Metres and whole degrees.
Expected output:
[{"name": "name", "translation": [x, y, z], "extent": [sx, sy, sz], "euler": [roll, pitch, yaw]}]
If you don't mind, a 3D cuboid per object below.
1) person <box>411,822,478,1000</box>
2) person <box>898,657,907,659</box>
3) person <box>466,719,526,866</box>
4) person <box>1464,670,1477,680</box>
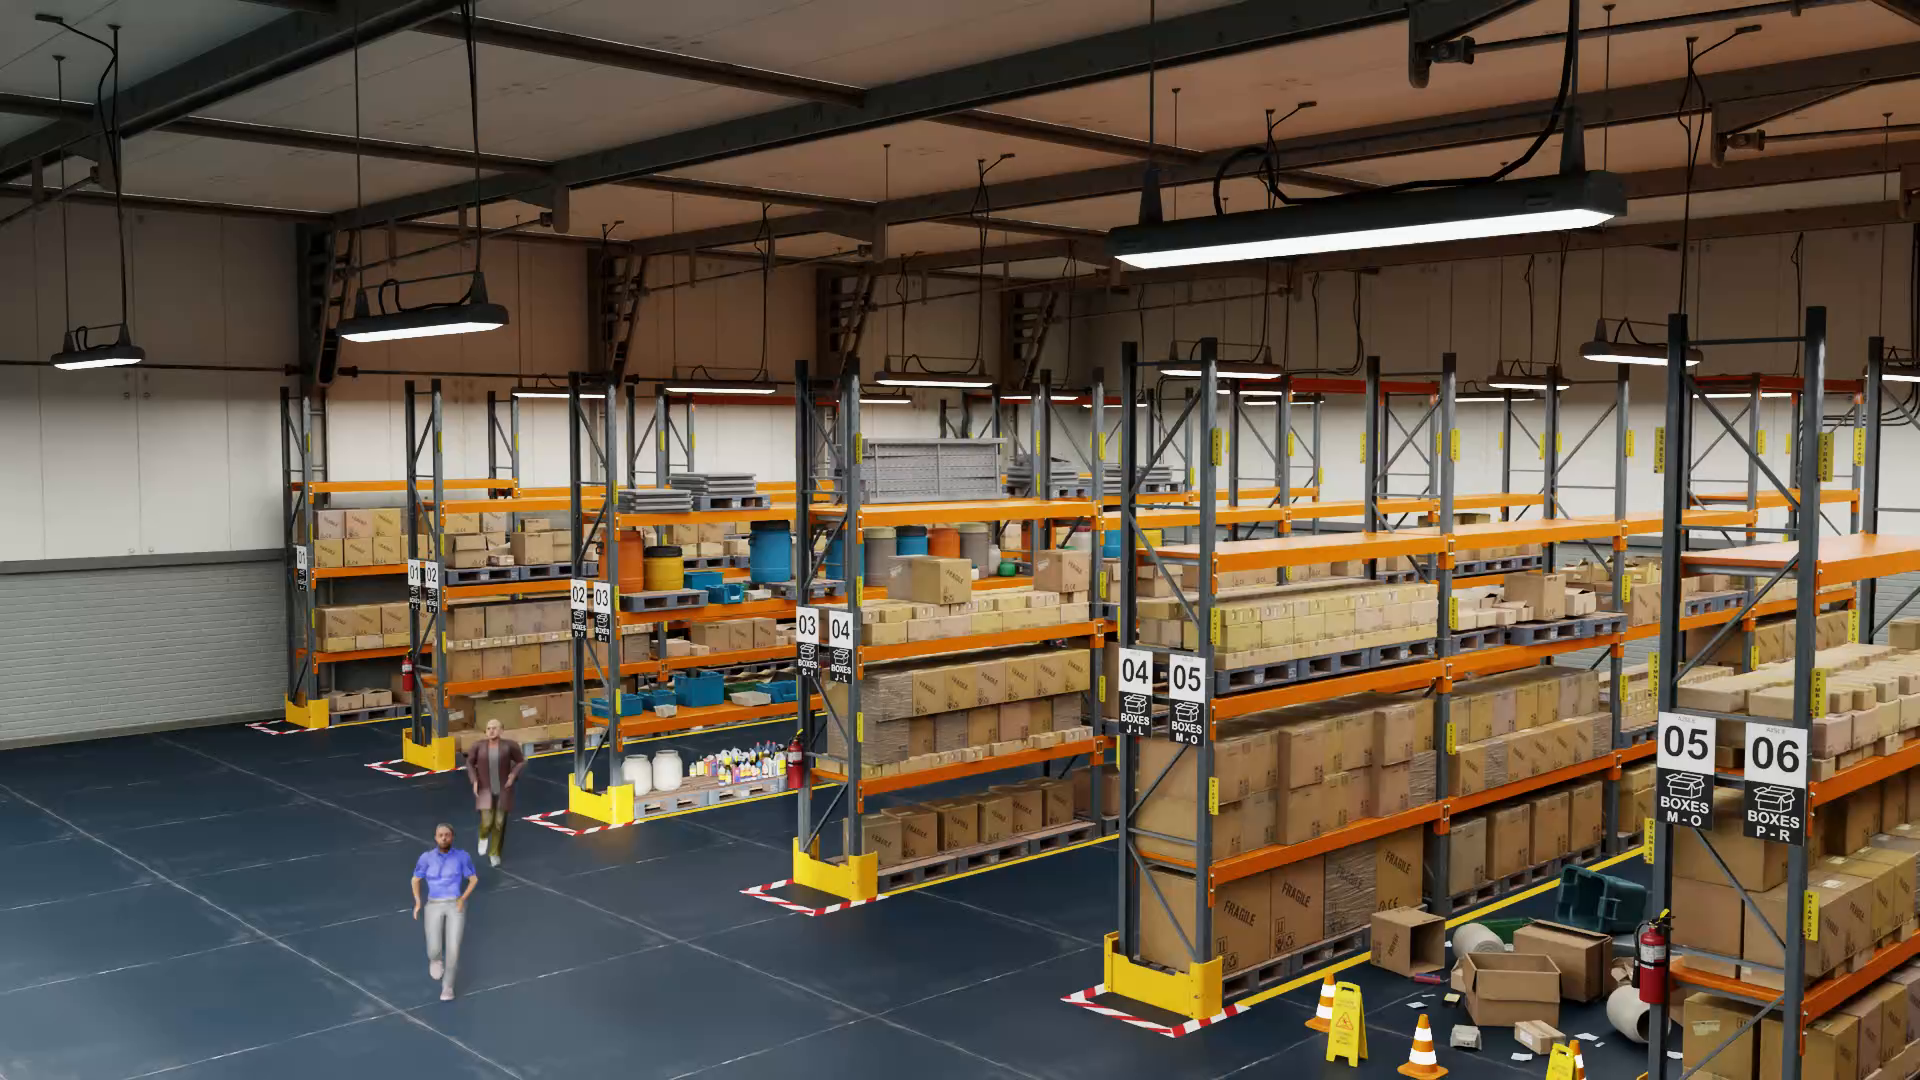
[{"name": "person", "translation": [-4.719, 3.389, 15.243], "extent": [0.588, 1.606, 0.563], "euler": [-1, 4, -16]}, {"name": "person", "translation": [-1.132, 2.393, 29.308], "extent": [0.683, 1.807, 0.845], "euler": [3, 5, 38]}, {"name": "person", "translation": [-5.575, 3.021, 19.980], "extent": [0.700, 1.747, 0.673], "euler": [-1, 4, -14]}, {"name": "person", "translation": [7.584, 2.728, 24.848], "extent": [0.652, 1.680, 0.587], "euler": [3, 5, 43]}]
